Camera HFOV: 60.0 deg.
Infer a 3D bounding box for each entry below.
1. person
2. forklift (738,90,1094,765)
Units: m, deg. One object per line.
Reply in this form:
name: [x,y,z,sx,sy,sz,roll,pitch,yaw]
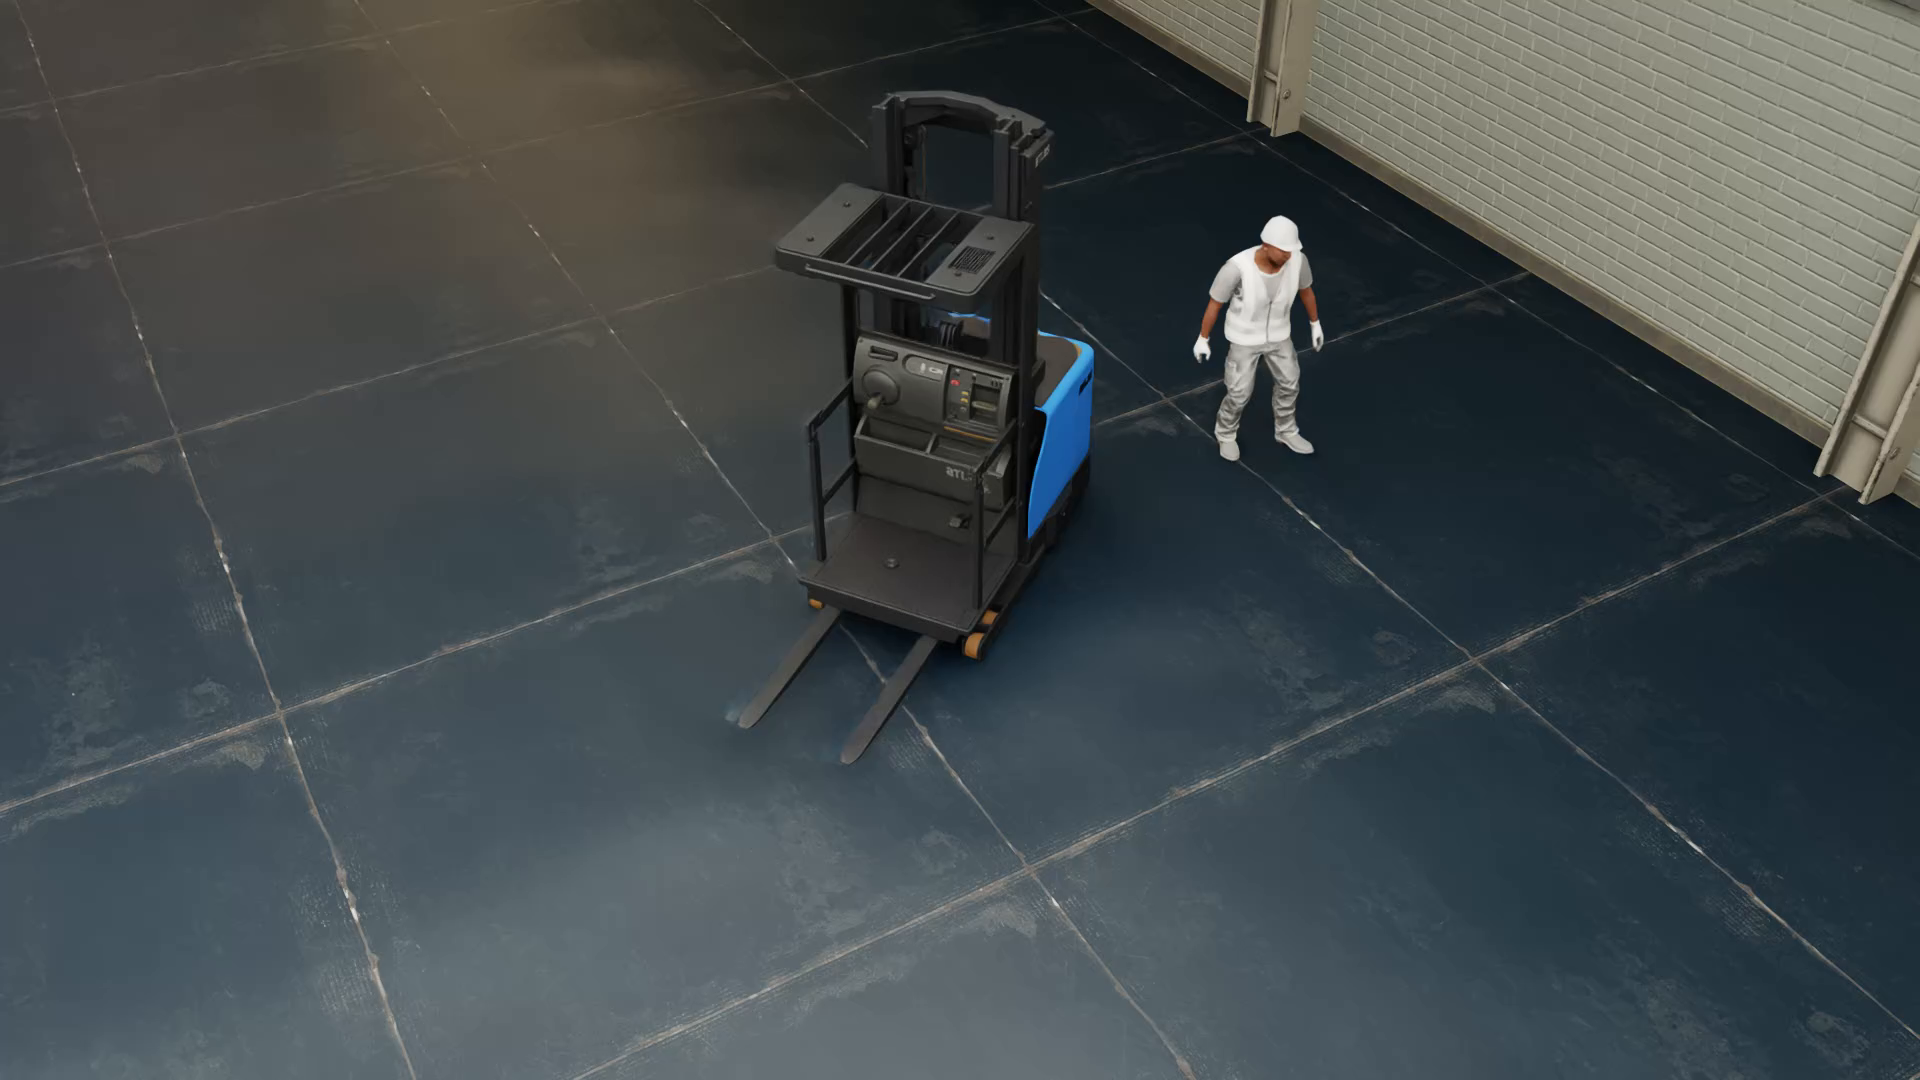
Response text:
person: [1.908,-1.273,10.497,0.833,1.752,0.426,-11,41,-12]
forklift: [-0.243,-0.764,8.957,1.130,2.935,3.031,16,42,19]
